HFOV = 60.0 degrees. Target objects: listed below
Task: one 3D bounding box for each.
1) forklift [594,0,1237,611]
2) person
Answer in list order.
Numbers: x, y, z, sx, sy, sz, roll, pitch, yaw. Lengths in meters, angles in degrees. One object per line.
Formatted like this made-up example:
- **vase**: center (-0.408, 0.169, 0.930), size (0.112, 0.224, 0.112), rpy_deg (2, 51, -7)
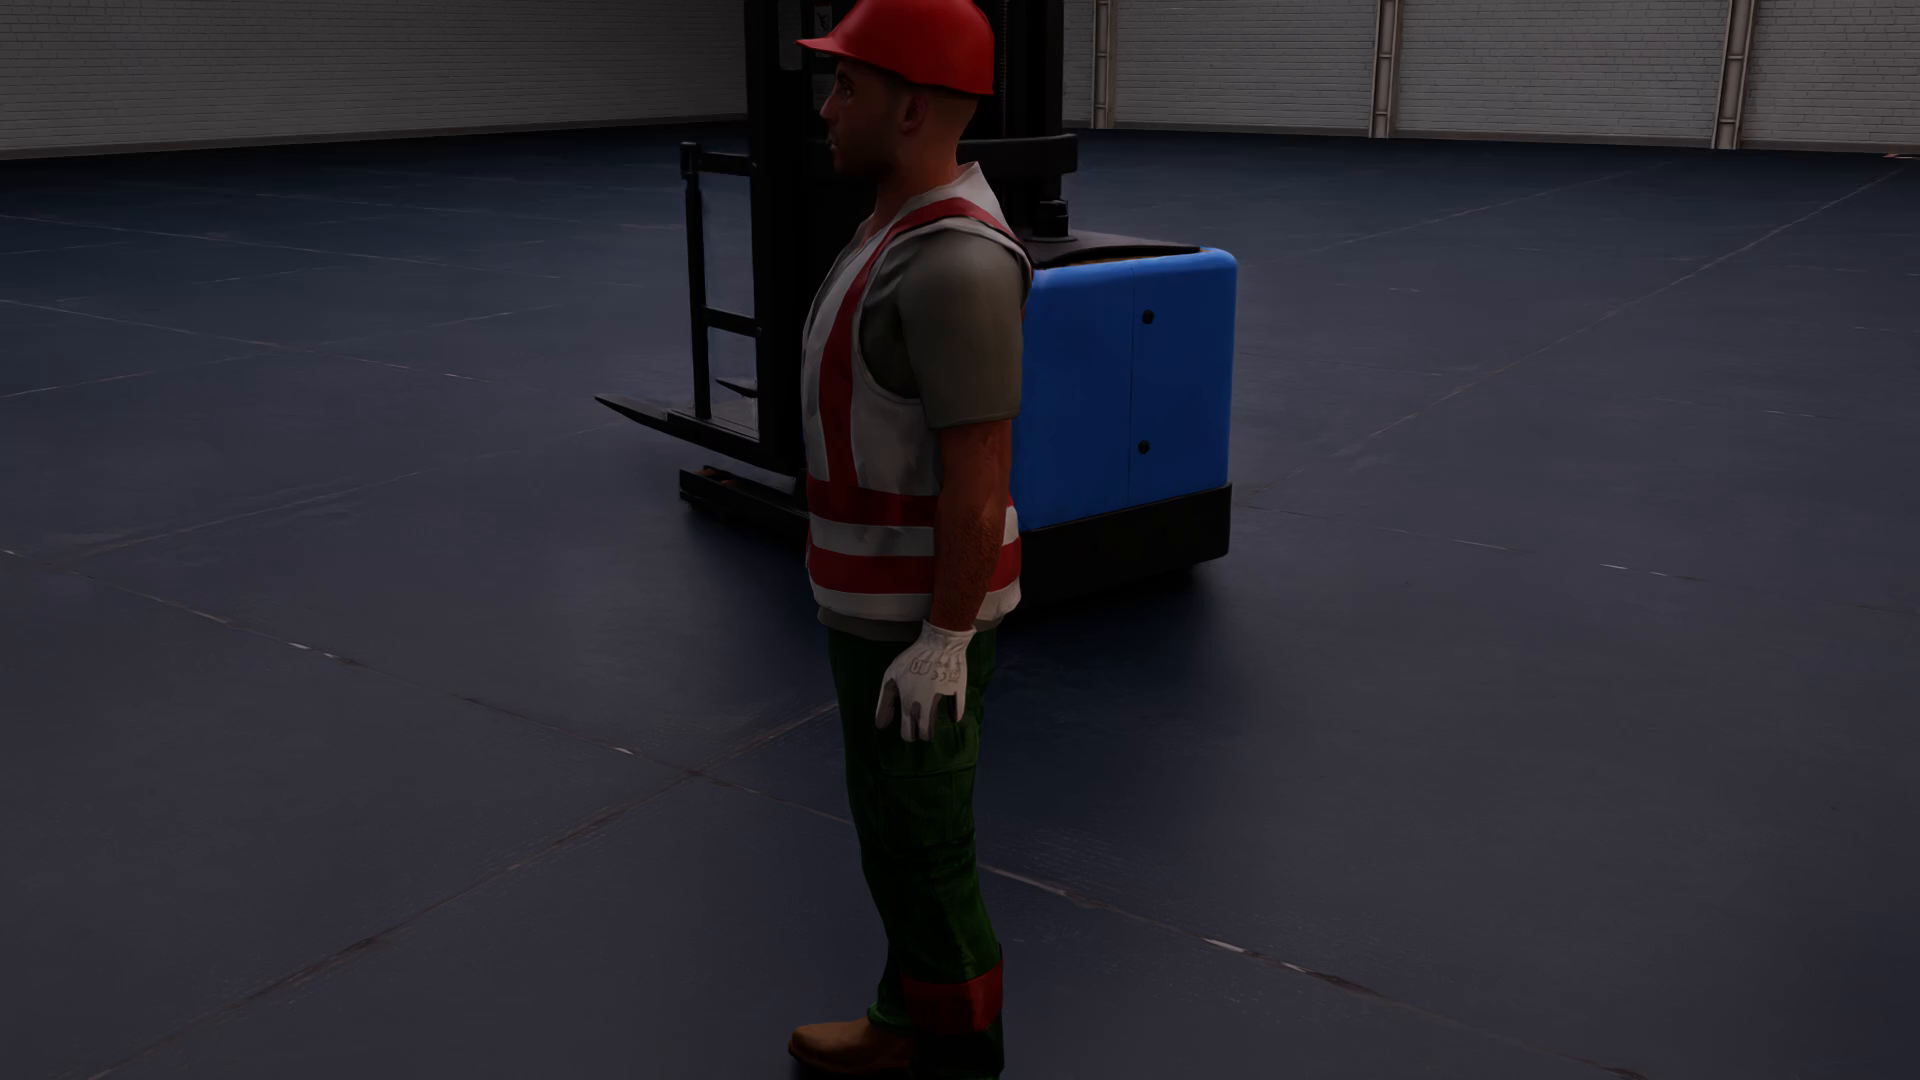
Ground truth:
- **forklift**: center (-0.407, -1.543, 5.992), size (1.130, 2.935, 3.031), rpy_deg (-13, 21, -36)
- **person**: center (-0.096, 0.098, 2.497), size (0.357, 1.795, 0.566), rpy_deg (-2, 17, -8)
